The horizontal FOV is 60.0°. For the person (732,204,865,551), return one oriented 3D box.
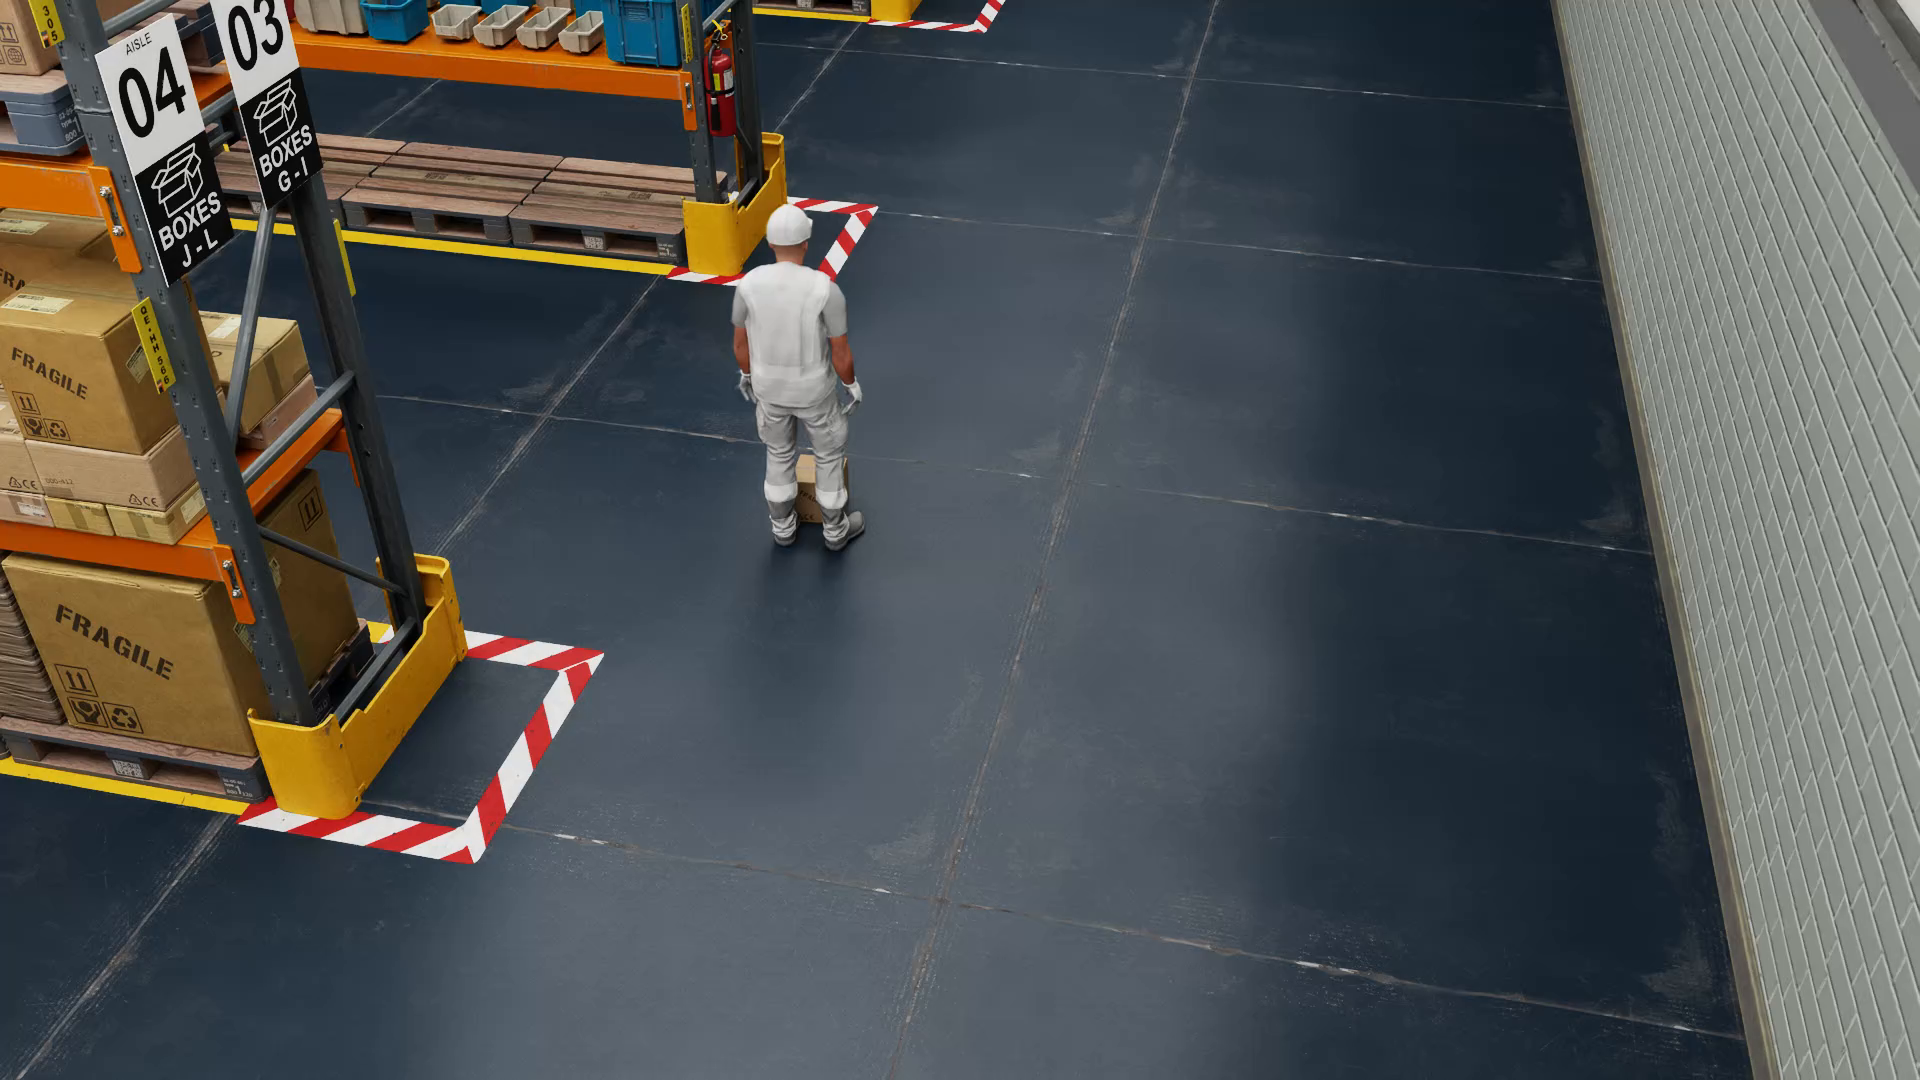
[{"bbox_3d":[-0.771,-0.746,7.969,0.609,1.780,0.448,8,37,10],"label":"person"}]
